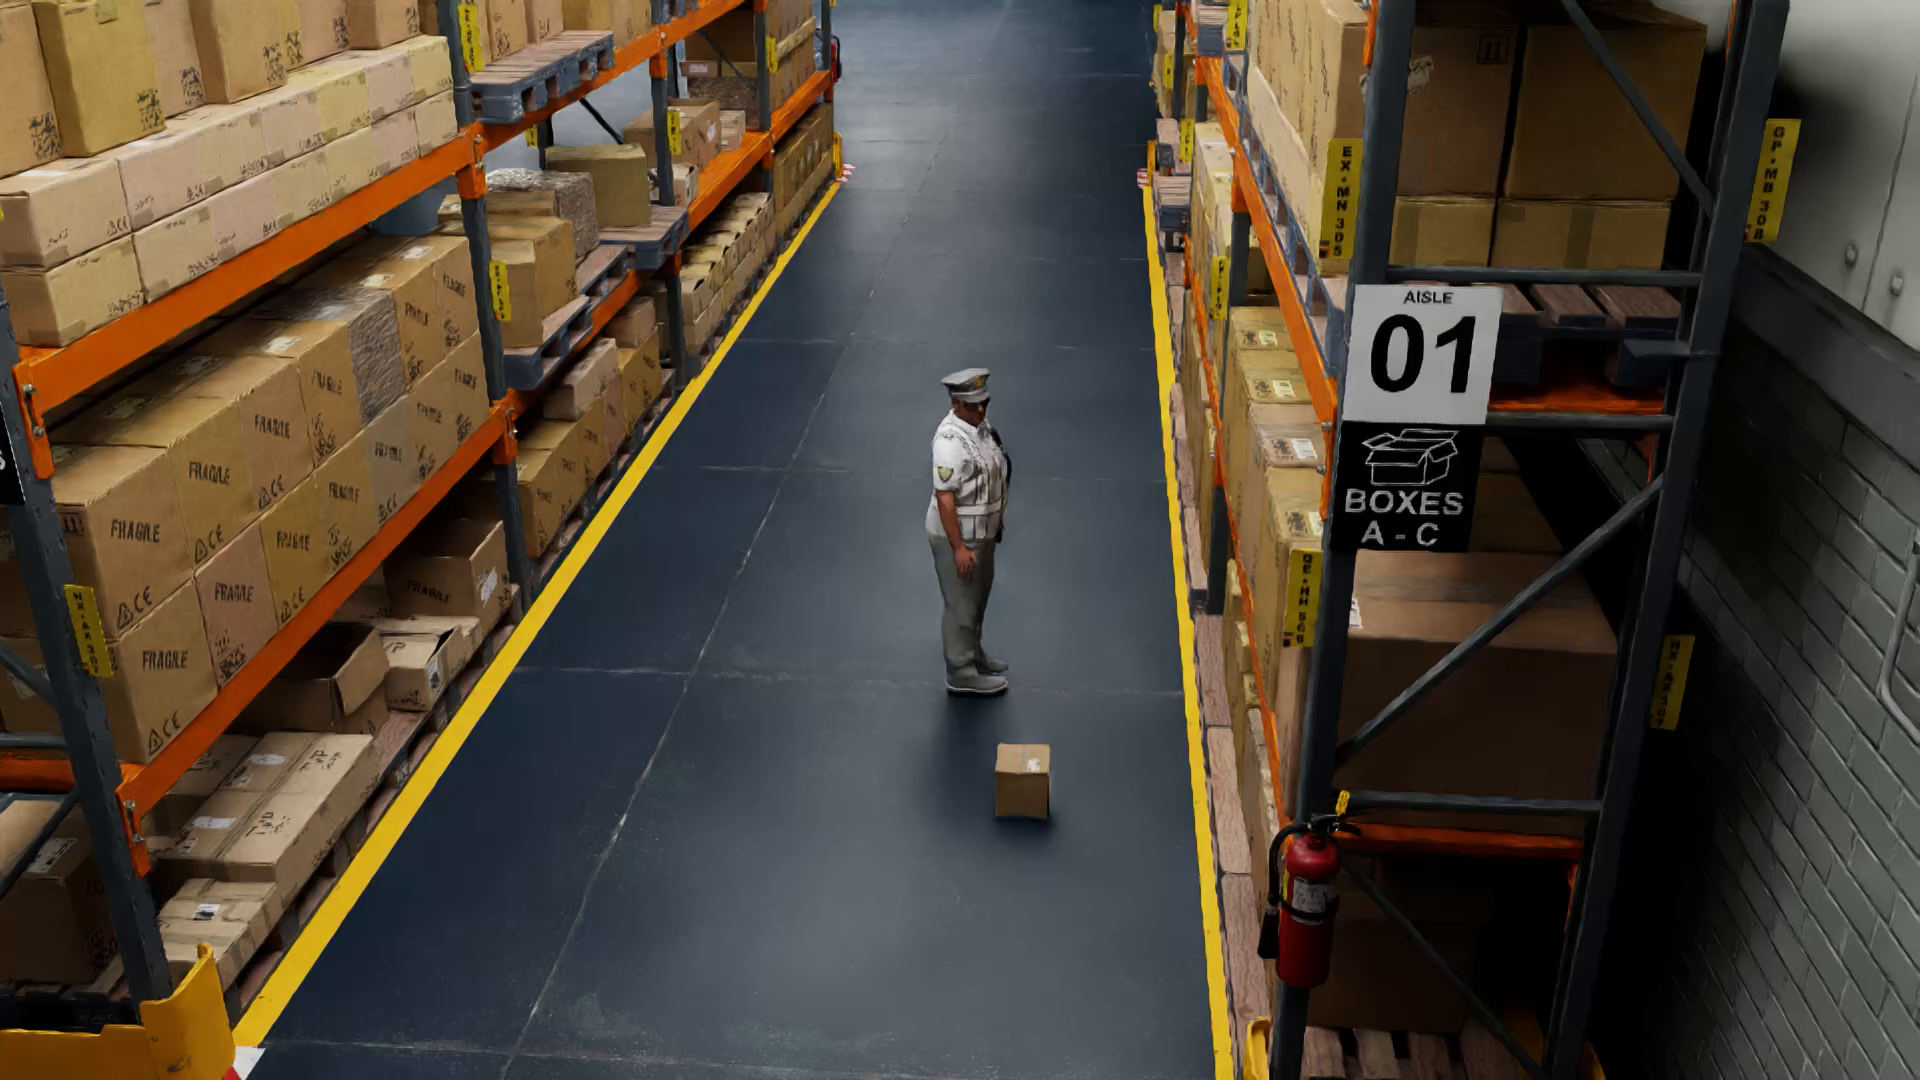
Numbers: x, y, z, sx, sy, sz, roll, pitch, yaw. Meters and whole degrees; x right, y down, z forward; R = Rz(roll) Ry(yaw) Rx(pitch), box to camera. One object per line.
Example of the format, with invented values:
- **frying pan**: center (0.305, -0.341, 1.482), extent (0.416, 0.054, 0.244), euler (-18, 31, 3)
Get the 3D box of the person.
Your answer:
- **person**: center (0.055, -0.034, 8.659), extent (0.442, 1.801, 0.589), euler (8, 26, 17)
